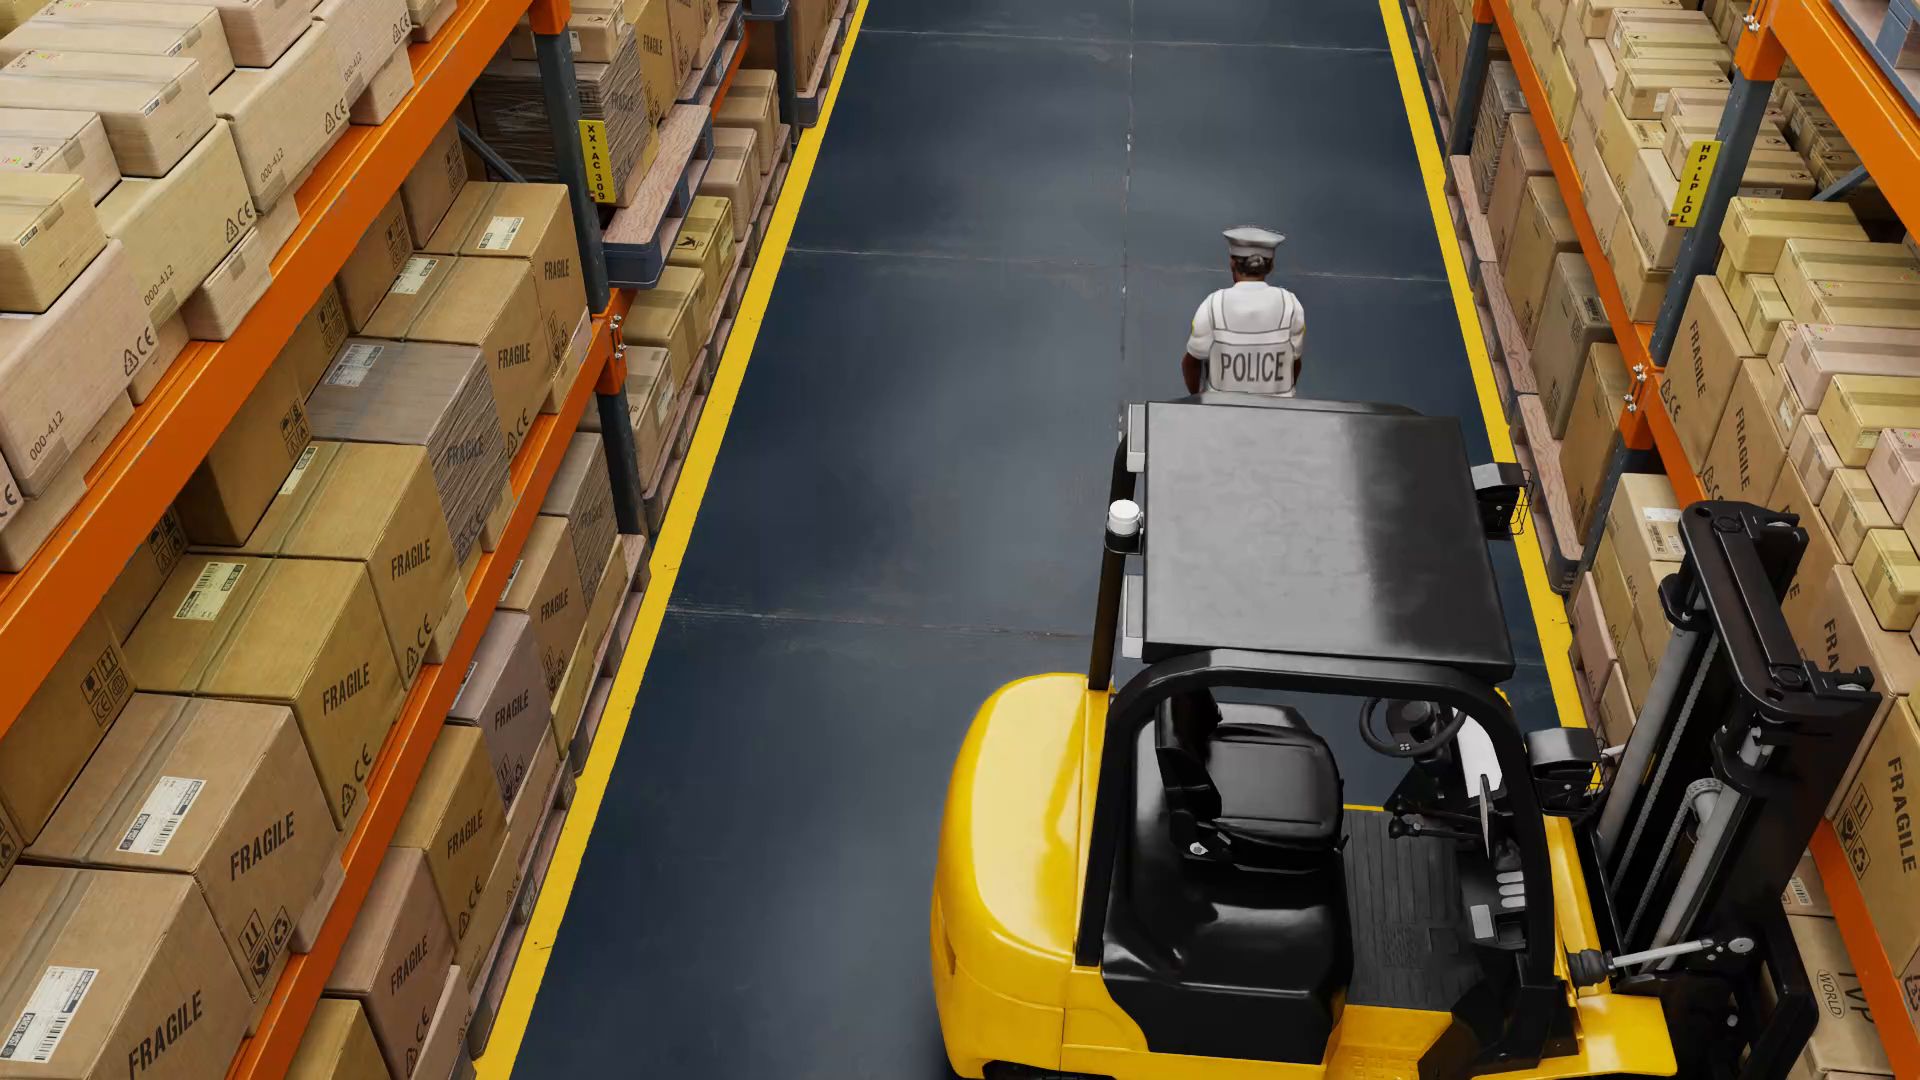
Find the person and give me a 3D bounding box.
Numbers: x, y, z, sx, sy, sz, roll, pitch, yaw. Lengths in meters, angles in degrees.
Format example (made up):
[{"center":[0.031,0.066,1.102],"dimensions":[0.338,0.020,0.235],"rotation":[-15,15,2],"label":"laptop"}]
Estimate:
[{"center":[1.149,-0.543,6.912],"dimensions":[0.484,1.528,0.585],"rotation":[4,40,5],"label":"person"}]
